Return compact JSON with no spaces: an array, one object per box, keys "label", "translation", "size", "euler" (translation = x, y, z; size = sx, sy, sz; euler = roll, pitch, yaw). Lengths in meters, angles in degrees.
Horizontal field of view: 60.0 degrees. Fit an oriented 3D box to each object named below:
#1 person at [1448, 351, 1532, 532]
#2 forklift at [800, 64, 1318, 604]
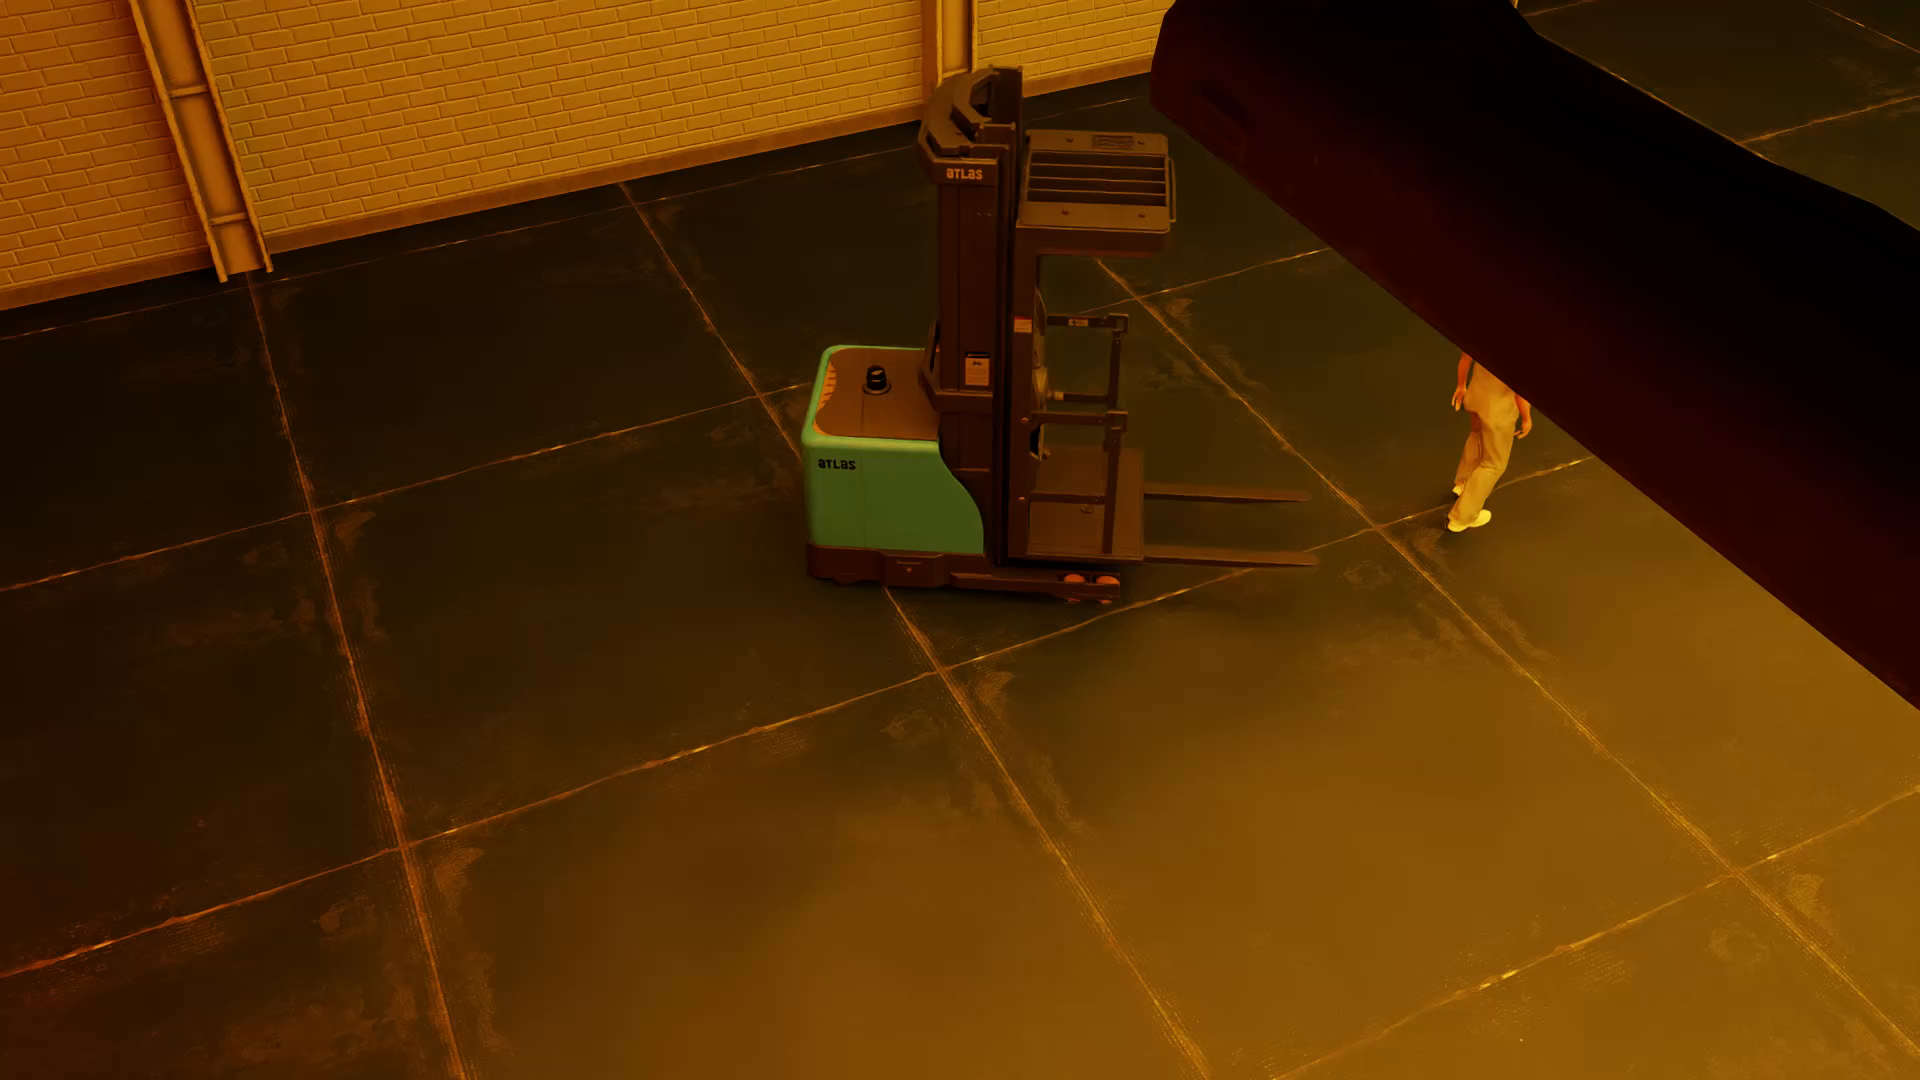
[{"label":"person","translation":[3.242,-0.794,10.008],"size":[0.519,1.709,0.534],"euler":[-17,43,-20]},{"label":"forklift","translation":[0.627,-1.106,9.341],"size":[3.031,2.935,1.130],"euler":[3,40,4]}]
